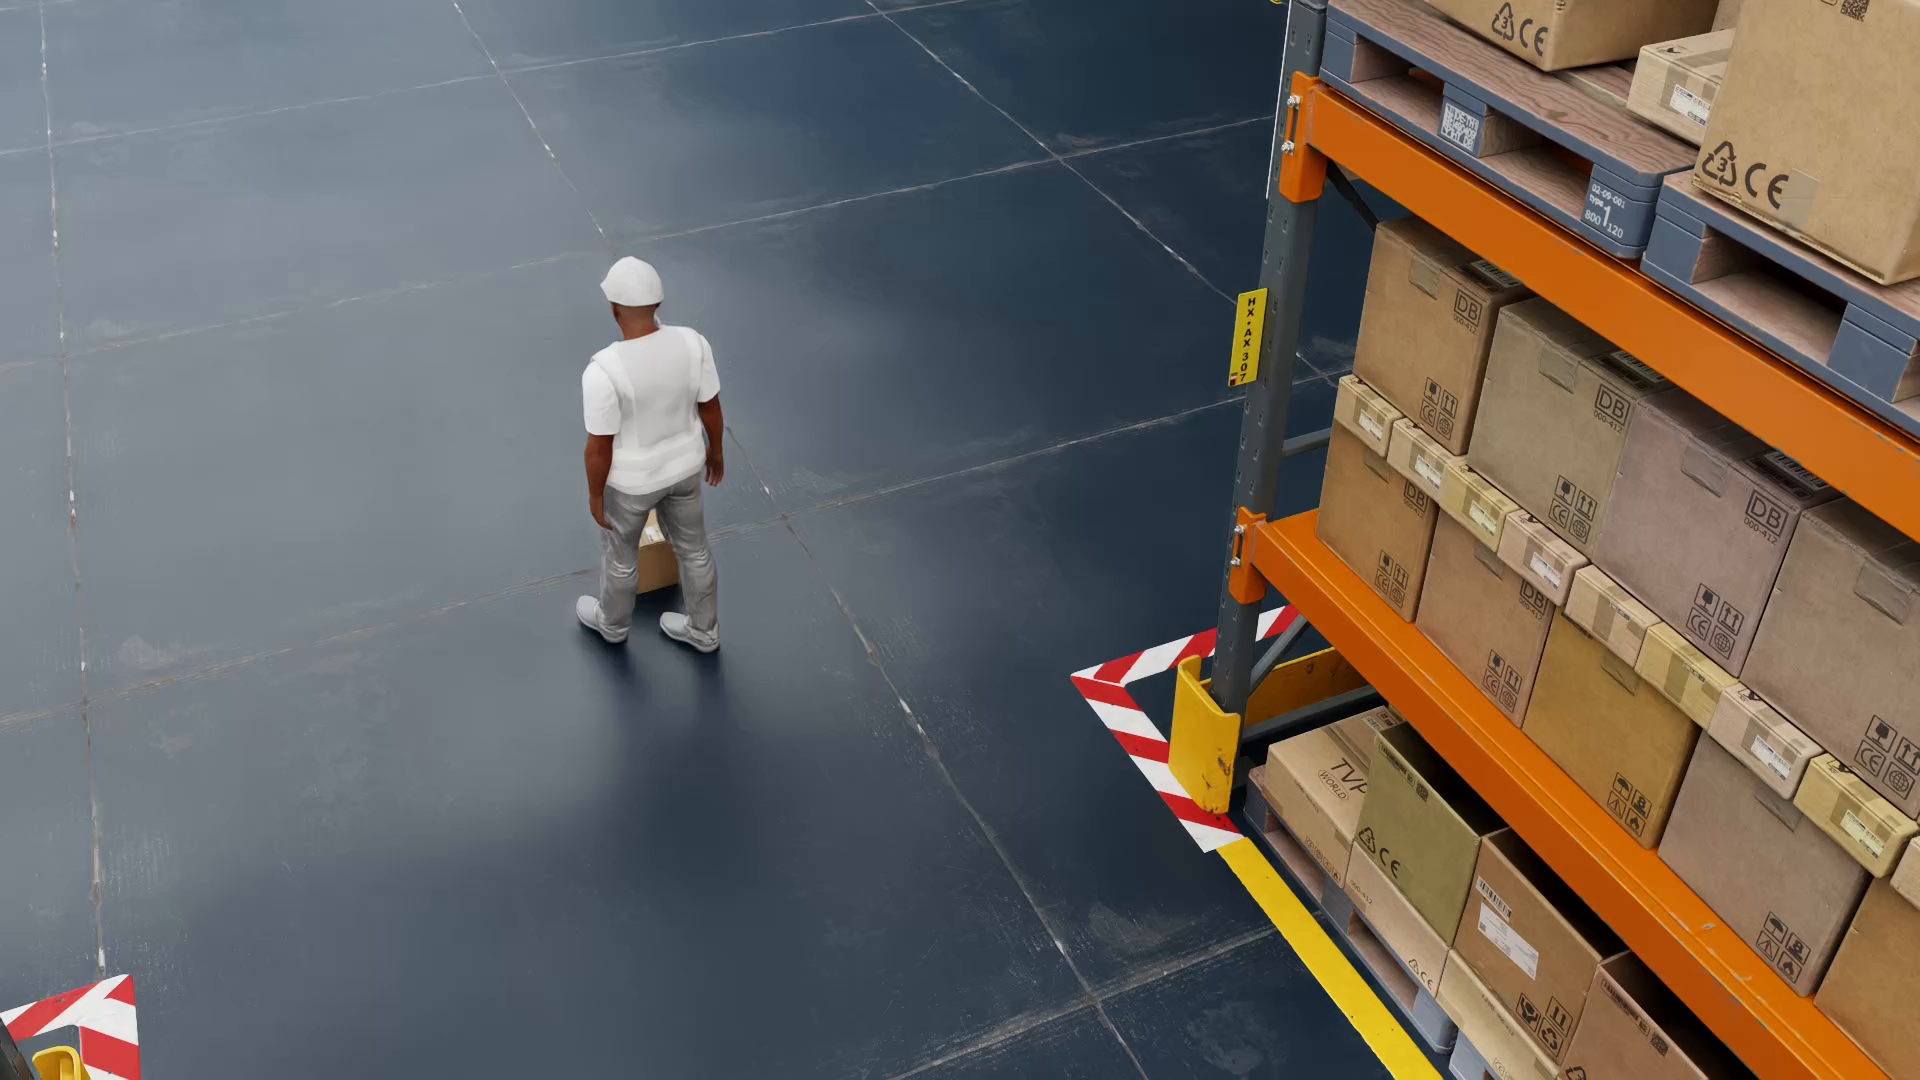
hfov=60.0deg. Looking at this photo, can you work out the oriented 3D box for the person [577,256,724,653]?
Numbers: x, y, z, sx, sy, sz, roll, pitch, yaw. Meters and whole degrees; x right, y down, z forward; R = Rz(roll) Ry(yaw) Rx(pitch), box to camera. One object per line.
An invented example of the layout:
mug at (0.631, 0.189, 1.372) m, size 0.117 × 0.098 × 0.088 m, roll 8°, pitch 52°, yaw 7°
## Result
person at (-1.267, -0.336, 6.565) m, size 0.584 × 1.767 × 0.617 m, roll -26°, pitch 44°, yaw -30°
